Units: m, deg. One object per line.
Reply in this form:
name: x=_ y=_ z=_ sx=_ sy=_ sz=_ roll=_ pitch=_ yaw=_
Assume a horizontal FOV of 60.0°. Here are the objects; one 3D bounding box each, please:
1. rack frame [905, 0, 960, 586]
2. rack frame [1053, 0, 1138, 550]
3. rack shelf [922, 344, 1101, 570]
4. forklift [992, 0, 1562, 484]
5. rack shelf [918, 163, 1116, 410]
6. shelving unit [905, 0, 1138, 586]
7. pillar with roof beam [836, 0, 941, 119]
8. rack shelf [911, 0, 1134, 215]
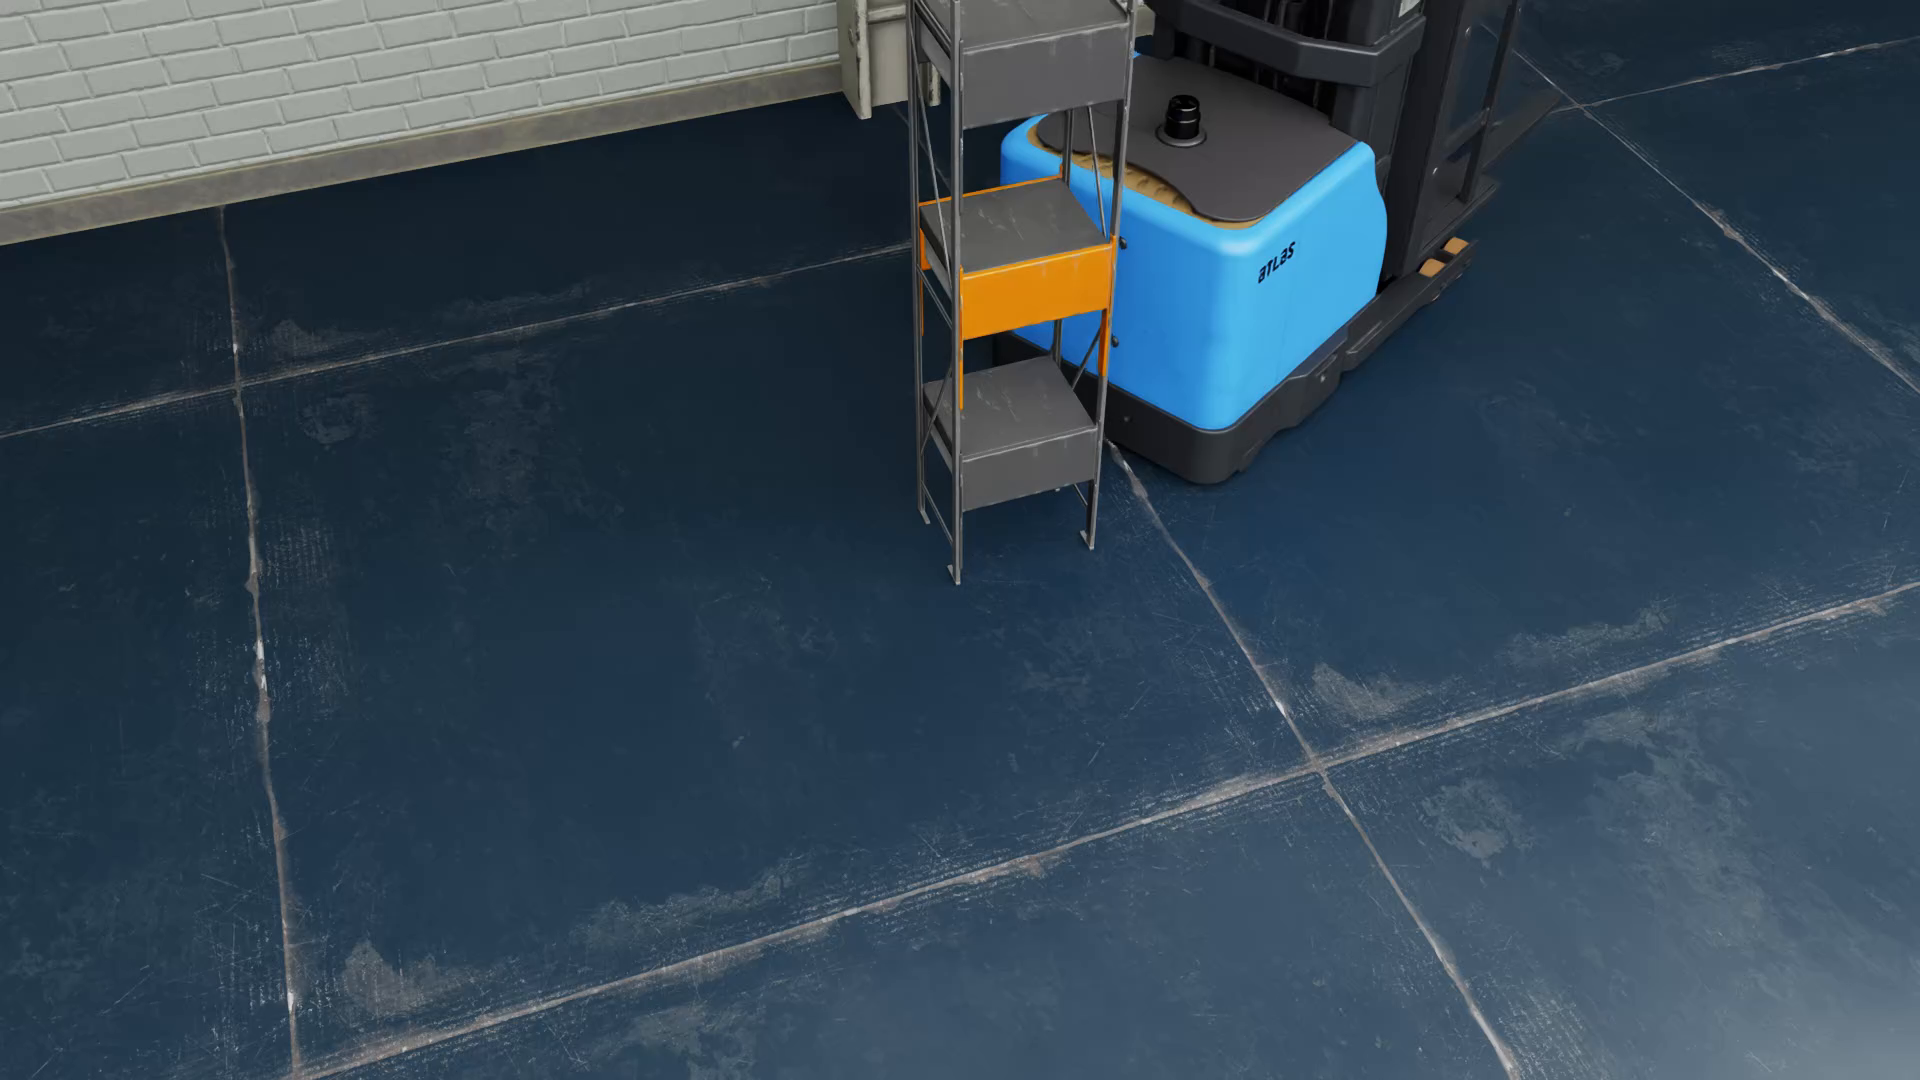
rack frame: x=-0.074 y=-0.722 z=4.987 sx=0.015 sy=2.100 sz=0.400 roll=-14 pitch=47 yaw=-14
rack frame: x=0.385 y=-0.840 z=5.104 sx=0.015 sy=2.100 sz=0.400 roll=-14 pitch=47 yaw=-14
rack shelf: x=0.156 y=-0.277 z=5.551 sx=0.480 sy=0.518 sz=0.431 roll=-14 pitch=47 yaw=-14
forklift: x=1.456 y=-2.207 z=5.880 sx=1.130 sy=2.935 sz=3.031 roll=31 pitch=53 yaw=27
rack shelf: x=0.156 y=-0.771 z=5.056 sx=0.480 sy=0.518 sz=0.431 roll=-14 pitch=47 yaw=-14
shelving unit: x=0.156 y=-0.781 z=5.046 sx=0.503 sy=2.100 sz=0.431 roll=-14 pitch=47 yaw=-14
pillar with roof beam: x=1.134 y=-2.403 z=1.791 sx=0.400 sy=9.000 sz=9.100 roll=-14 pitch=47 yaw=-14
rack shelf: x=0.156 y=-1.266 z=4.560 sx=0.480 sy=0.518 sz=0.431 roll=-14 pitch=47 yaw=-14
